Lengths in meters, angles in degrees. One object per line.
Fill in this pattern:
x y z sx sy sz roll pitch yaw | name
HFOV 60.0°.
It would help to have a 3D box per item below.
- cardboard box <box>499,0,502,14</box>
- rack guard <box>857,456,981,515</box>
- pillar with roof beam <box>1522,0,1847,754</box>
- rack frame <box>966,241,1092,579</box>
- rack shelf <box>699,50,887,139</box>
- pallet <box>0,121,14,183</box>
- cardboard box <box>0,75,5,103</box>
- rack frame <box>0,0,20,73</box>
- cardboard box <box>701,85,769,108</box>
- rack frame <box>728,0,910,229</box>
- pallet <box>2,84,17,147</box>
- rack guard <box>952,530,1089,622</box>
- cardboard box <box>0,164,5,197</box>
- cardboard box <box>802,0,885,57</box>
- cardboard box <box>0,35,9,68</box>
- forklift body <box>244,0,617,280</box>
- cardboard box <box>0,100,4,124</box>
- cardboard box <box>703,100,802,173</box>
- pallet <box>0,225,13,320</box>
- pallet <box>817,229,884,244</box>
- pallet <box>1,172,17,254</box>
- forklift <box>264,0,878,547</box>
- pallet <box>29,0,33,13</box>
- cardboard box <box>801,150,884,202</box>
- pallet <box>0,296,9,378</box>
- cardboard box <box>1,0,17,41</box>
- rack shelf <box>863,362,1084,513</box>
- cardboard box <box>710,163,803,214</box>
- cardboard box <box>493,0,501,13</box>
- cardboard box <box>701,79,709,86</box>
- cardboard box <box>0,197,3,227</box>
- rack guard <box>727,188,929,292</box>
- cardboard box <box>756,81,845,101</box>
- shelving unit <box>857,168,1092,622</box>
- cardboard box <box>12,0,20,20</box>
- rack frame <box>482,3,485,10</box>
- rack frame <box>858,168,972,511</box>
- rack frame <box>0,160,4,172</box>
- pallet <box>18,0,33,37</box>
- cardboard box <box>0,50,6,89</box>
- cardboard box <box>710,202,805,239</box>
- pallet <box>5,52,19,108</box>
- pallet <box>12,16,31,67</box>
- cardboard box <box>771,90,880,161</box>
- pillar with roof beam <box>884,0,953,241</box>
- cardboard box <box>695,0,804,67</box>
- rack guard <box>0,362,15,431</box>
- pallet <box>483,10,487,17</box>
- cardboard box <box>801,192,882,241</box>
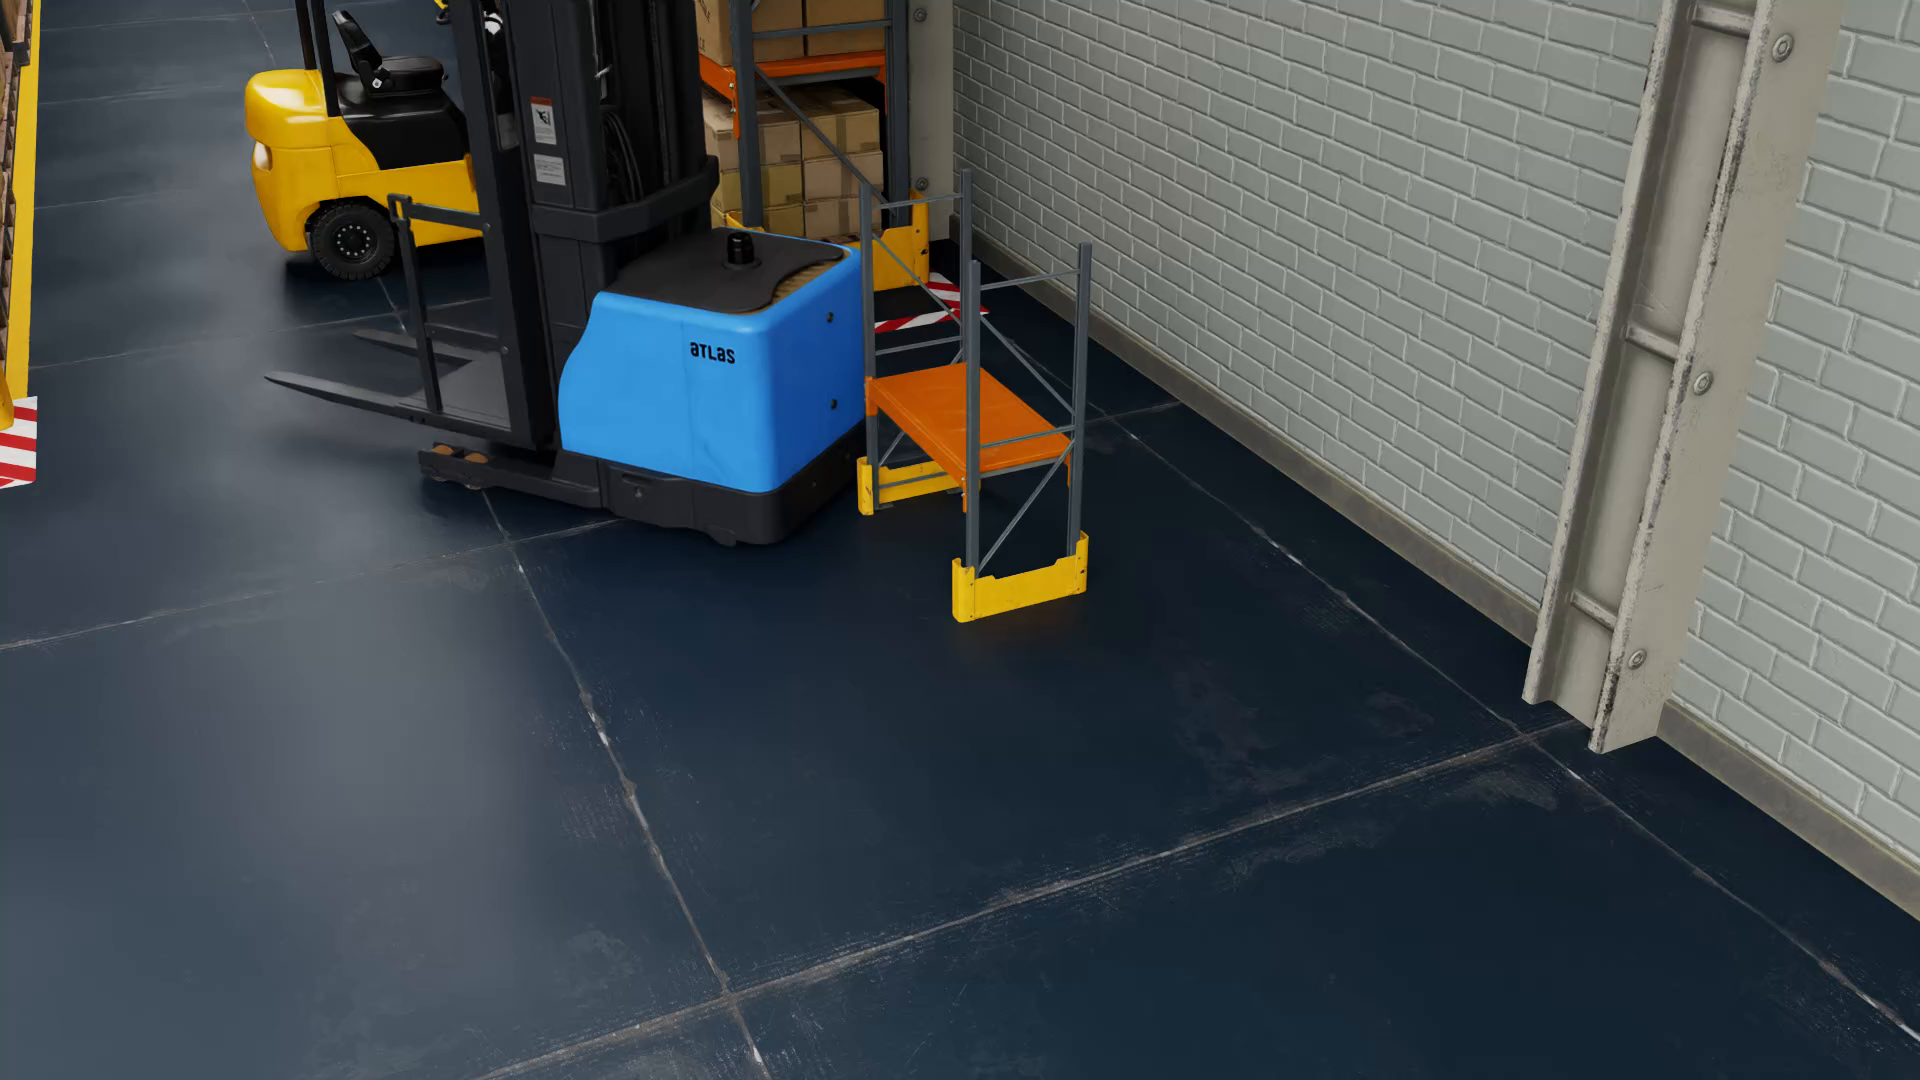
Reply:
-3.666 -4.937 14.986 0.875 0.625 0.625 -12 31 -20 | cardboard box
-0.181 -0.295 7.521 0.587 0.250 0.087 -13 32 -22 | rack guard
-1.572 -2.380 2.294 9.100 9.000 0.400 -13 32 -22 | pillar with roof beam
0.255 -0.392 6.416 0.500 1.500 0.032 -13 32 -22 | rack frame
-1.633 -3.391 10.966 1.077 0.370 4.000 -13 32 -22 | rack shelf
-7.309 -2.672 11.799 1.003 0.211 1.213 -13 32 -22 | pallet
-7.813 -3.436 12.568 0.950 0.372 0.625 -12 31 -20 | cardboard box
-8.691 -5.311 13.655 1.000 3.000 0.127 -13 32 -22 | rack frame
-1.479 -2.603 10.186 0.500 0.250 0.500 -12 32 -21 | cardboard box
-0.775 -2.821 9.214 1.000 3.000 0.127 -13 32 -22 | rack frame
-7.837 -3.211 12.761 1.003 0.211 1.213 -13 32 -22 | pallet
0.247 0.145 6.737 0.587 0.250 0.087 -13 32 -22 | rack guard
-6.477 -2.323 10.708 0.500 0.250 0.500 -12 31 -20 | cardboard box
-0.737 -3.142 9.684 0.500 0.500 0.500 -12 31 -20 | cardboard box
-8.457 -4.097 13.746 0.950 0.372 0.625 -15 33 -25 | cardboard box
-3.236 -2.906 10.233 2.313 2.155 1.214 -13 32 -22 | forklift body
-7.512 -3.129 12.021 0.950 0.372 0.625 -11 31 -19 | cardboard box
-1.254 -2.379 9.786 0.500 0.250 0.500 -12 31 -20 | cardboard box
-6.125 -1.499 9.708 1.003 0.211 1.213 -13 32 -22 | pallet
-1.141 -1.934 10.483 1.003 0.211 1.213 -13 32 -22 | pallet
-6.653 -2.039 10.670 1.003 0.211 1.213 -13 32 -22 | pallet
-1.942 -1.727 7.333 3.031 2.935 1.130 13 32 22 | forklift
-10.008 -5.537 16.908 1.003 0.211 1.213 -13 32 -22 | pallet
-0.789 -2.274 10.110 0.500 0.250 0.500 -12 32 -21 | cardboard box
-5.606 -0.961 8.748 1.003 0.211 1.213 -13 32 -22 | pallet
-8.912 -4.890 14.647 0.875 0.875 0.875 -13 32 -22 | cardboard box
0.037 -0.460 6.904 0.538 0.185 1.000 -13 32 -22 | rack shelf
-1.266 -2.172 9.928 0.500 0.250 0.500 -14 32 -23 | cardboard box
-3.954 -5.224 15.498 0.875 0.625 0.625 -12 31 -20 | cardboard box
-1.704 -2.824 10.579 0.500 0.250 0.500 -13 32 -21 | cardboard box
-6.239 -2.090 10.293 0.500 0.250 0.500 -14 32 -23 | cardboard box
-0.764 -1.720 9.807 1.175 0.500 0.348 -13 32 -22 | rack guard
-1.028 -2.713 10.381 0.500 0.250 0.500 -13 32 -22 | cardboard box
0.033 -0.620 6.823 0.587 1.500 1.083 -13 32 -22 | shelving unit
-9.291 -5.285 15.351 0.875 0.875 0.875 -13 32 -21 | cardboard box
-4.209 -6.355 15.516 1.000 3.000 0.127 -13 32 -22 | rack frame
-0.182 -0.841 7.216 0.500 1.500 0.032 -13 32 -22 | rack frame
-6.973 -3.544 10.504 1.000 3.000 0.127 -13 32 -22 | rack frame
-9.481 -4.997 15.946 1.003 0.211 1.213 -13 32 -22 | pallet
-8.133 -3.772 13.168 0.950 0.372 0.625 -14 32 -23 | cardboard box
-1.262 -1.946 10.036 0.500 0.250 0.500 -13 32 -22 | cardboard box
-8.356 -3.749 13.721 1.003 0.211 1.213 -13 32 -22 | pallet
-8.961 -4.459 14.986 1.003 0.211 1.213 -13 32 -22 | pallet
-0.810 -2.493 9.989 0.500 0.250 0.500 -14 32 -23 | cardboard box
-4.148 -5.031 7.021 9.100 9.000 0.400 -13 32 -22 | pillar with roof beam
-1.223 -3.027 9.479 0.500 0.500 0.500 -14 32 -23 | cardboard box
-5.289 -0.721 8.024 1.175 0.500 0.348 -13 32 -22 | rack guard
-3.891 -4.767 15.535 1.003 0.211 1.213 -13 32 -22 | pallet
-0.809 -2.063 10.244 0.500 0.250 0.500 -13 32 -22 | cardboard box
